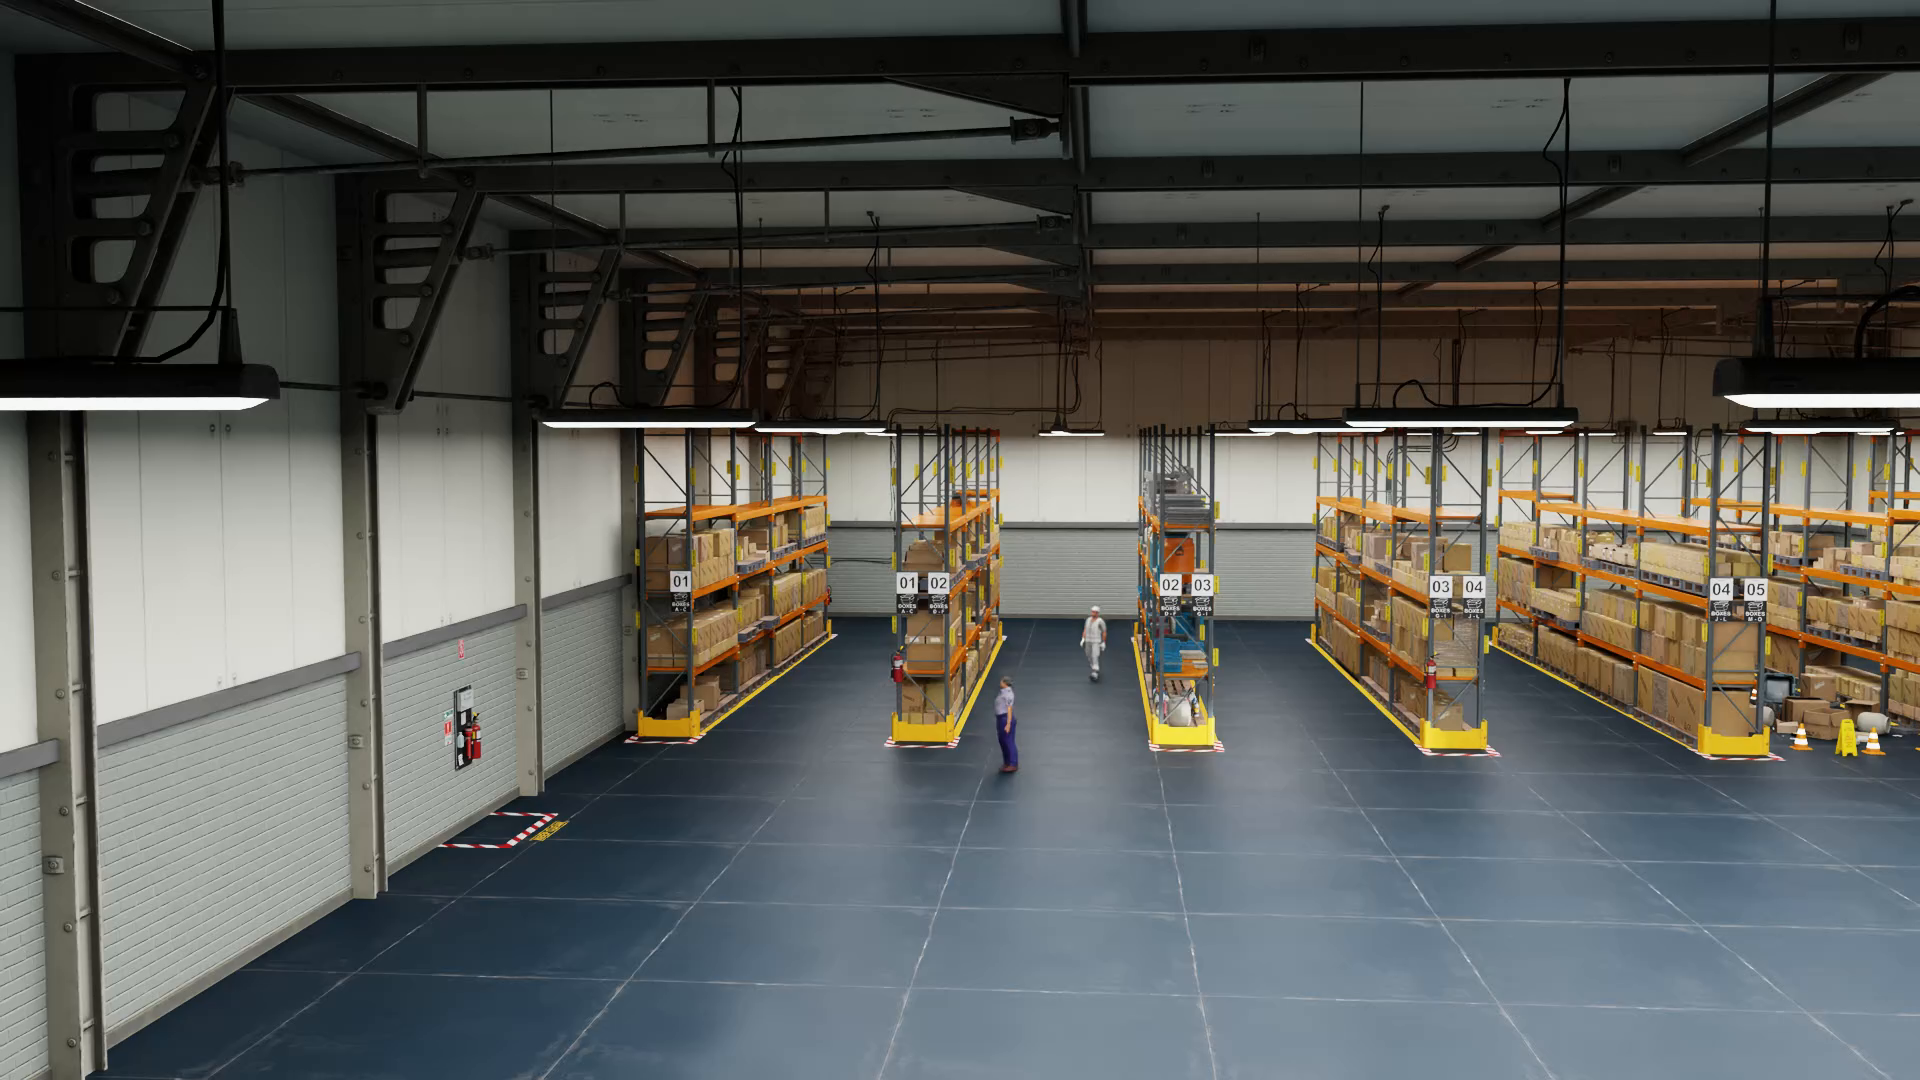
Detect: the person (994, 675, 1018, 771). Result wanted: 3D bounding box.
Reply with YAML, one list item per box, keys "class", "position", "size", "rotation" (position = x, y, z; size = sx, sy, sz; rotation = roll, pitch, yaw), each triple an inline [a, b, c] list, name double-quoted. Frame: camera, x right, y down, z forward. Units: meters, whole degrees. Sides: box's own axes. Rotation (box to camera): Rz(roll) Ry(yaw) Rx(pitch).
- class: "person"
  position: [0.791, 3.166, 28.669]
  size: [0.387, 1.685, 0.586]
  rotation: [-1, 4, -14]

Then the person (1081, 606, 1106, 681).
- class: "person"
  position: [3.185, 2.449, 39.620]
  size: [0.589, 1.748, 1.061]
  rotation: [2, 4, 28]

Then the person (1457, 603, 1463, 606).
- class: "person"
  position: [14.105, 1.973, 47.152]
  size: [0.559, 1.725, 1.089]
  rotation: [2, 4, 28]
